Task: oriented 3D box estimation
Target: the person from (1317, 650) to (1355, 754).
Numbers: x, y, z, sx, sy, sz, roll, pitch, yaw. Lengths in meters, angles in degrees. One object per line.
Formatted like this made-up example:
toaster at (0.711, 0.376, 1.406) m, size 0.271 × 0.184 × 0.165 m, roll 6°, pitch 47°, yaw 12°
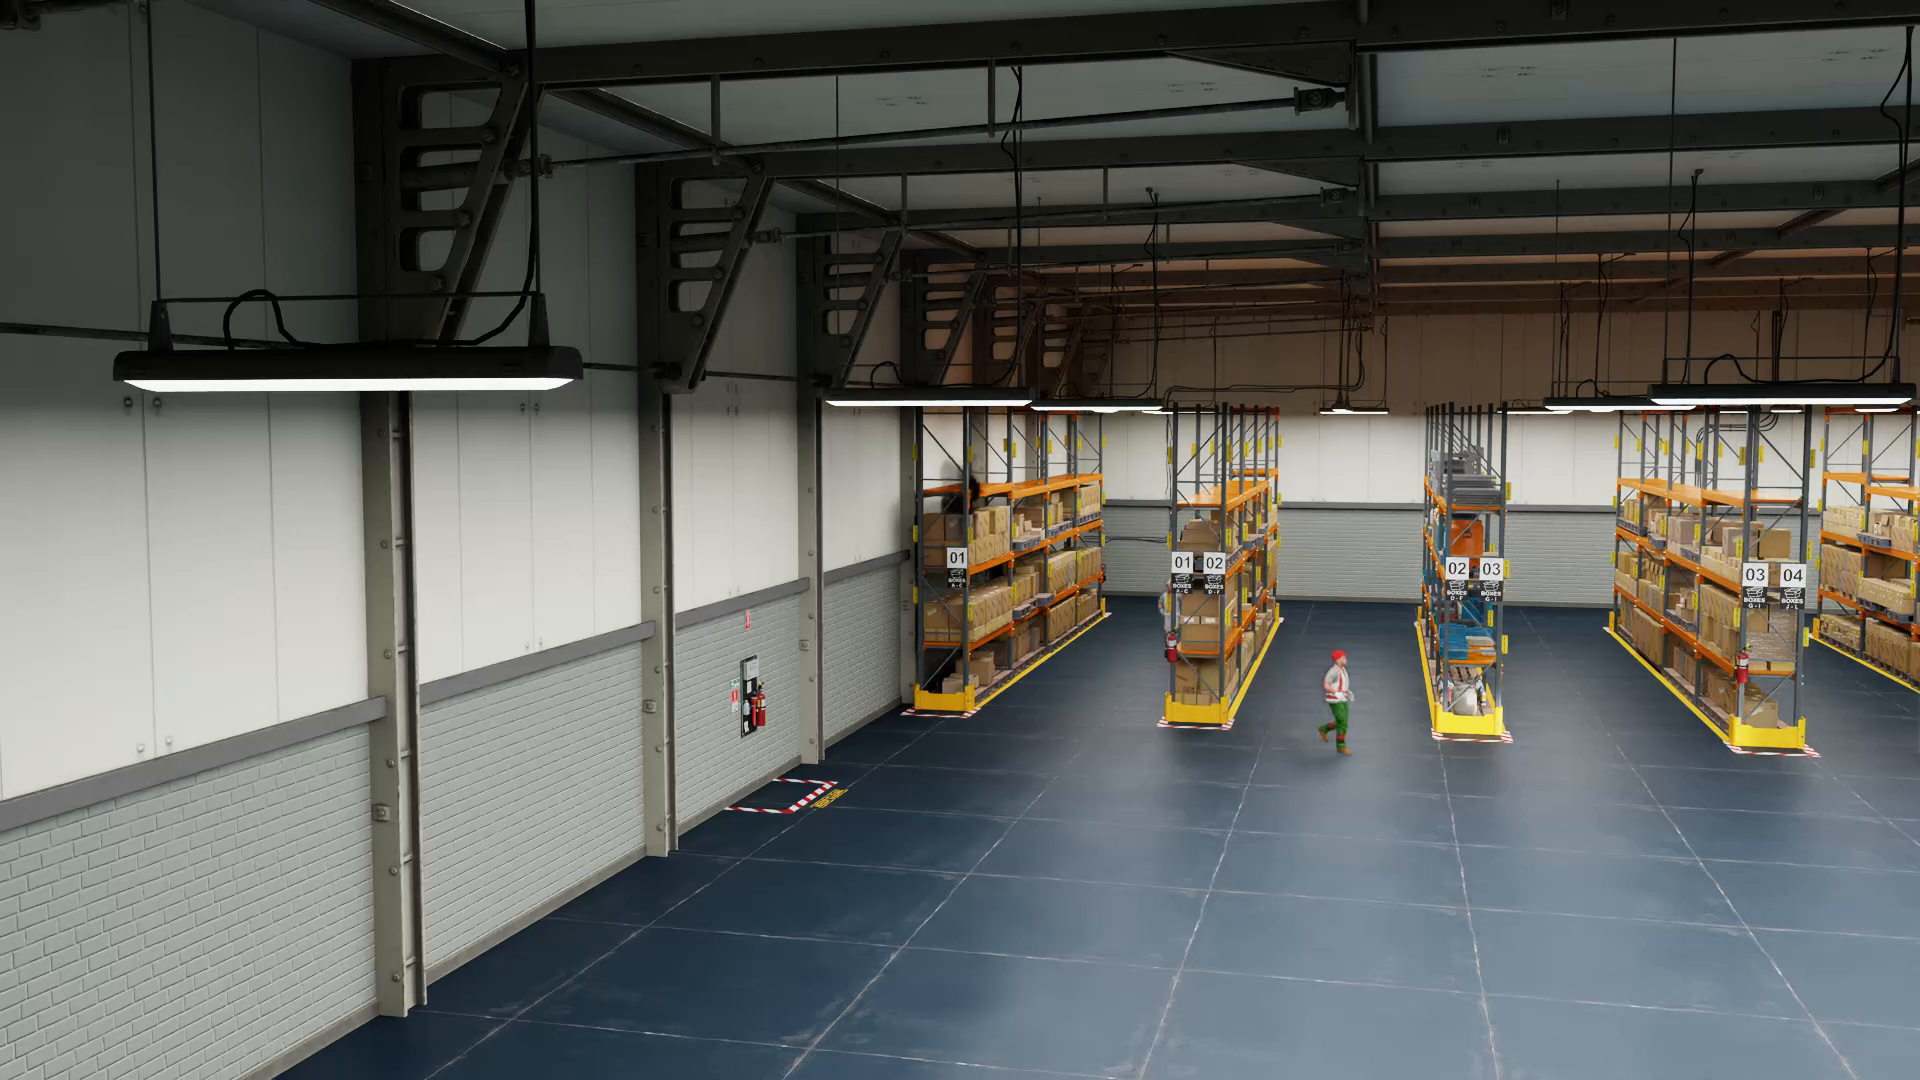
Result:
person at (6.389, 2.755, 28.405) m, size 0.717 × 1.762 × 0.654 m, roll 3°, pitch 5°, yaw 37°

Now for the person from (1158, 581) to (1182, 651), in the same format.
person at (5.145, 1.866, 40.427) m, size 0.693 × 1.737 × 0.699 m, roll 2°, pitch 5°, yaw 22°
